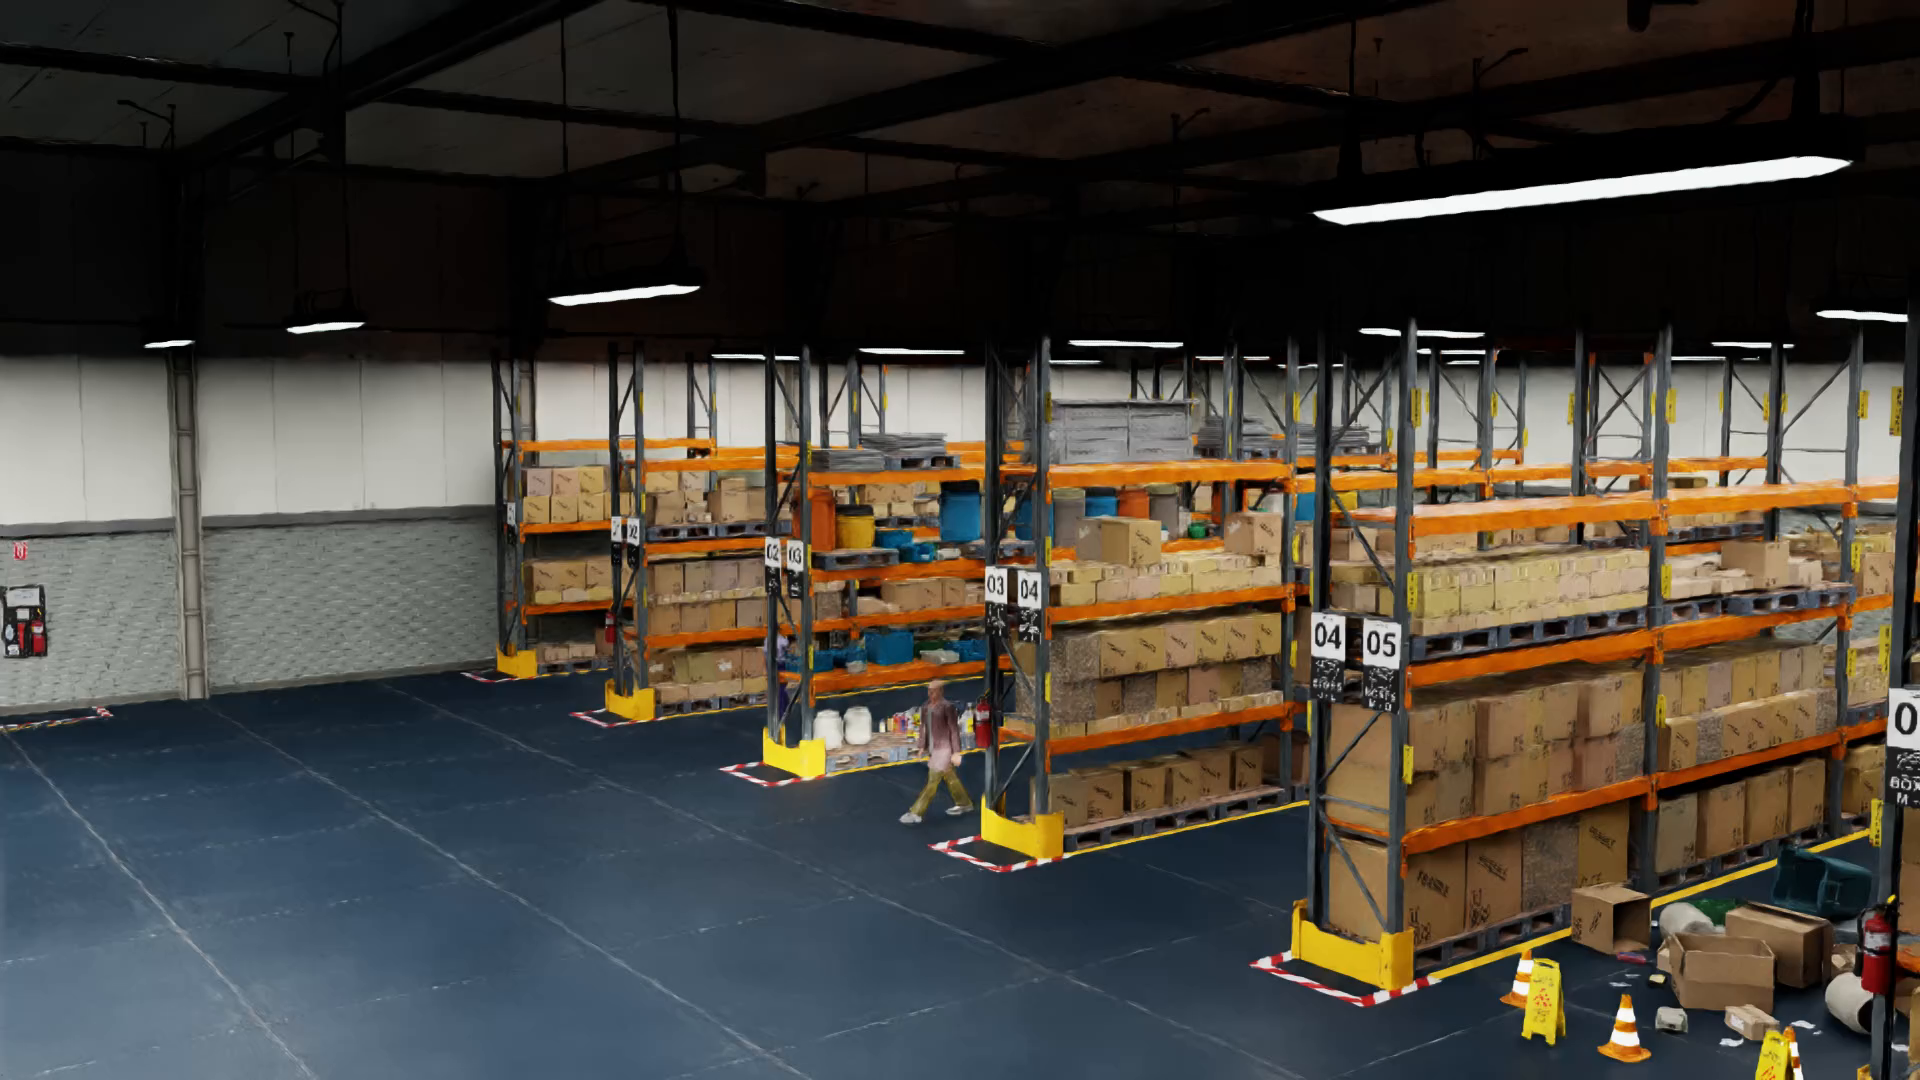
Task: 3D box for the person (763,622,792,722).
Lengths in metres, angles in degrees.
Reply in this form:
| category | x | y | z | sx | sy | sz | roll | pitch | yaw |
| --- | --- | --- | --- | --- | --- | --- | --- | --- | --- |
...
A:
| category | x | y | z | sx | sy | sz | roll | pitch | yaw |
| --- | --- | --- | --- | --- | --- | --- | --- | --- | --- |
| person | -2.900 | 2.057 | 26.394 | 0.518 | 1.598 | 0.942 | 3 | 6 | 30 |

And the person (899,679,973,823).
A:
| category | x | y | z | sx | sy | sz | roll | pitch | yaw |
| --- | --- | --- | --- | --- | --- | --- | --- | --- | --- |
| person | -0.288 | 2.523 | 20.061 | 1.128 | 1.708 | 0.588 | -3 | 6 | -32 |
